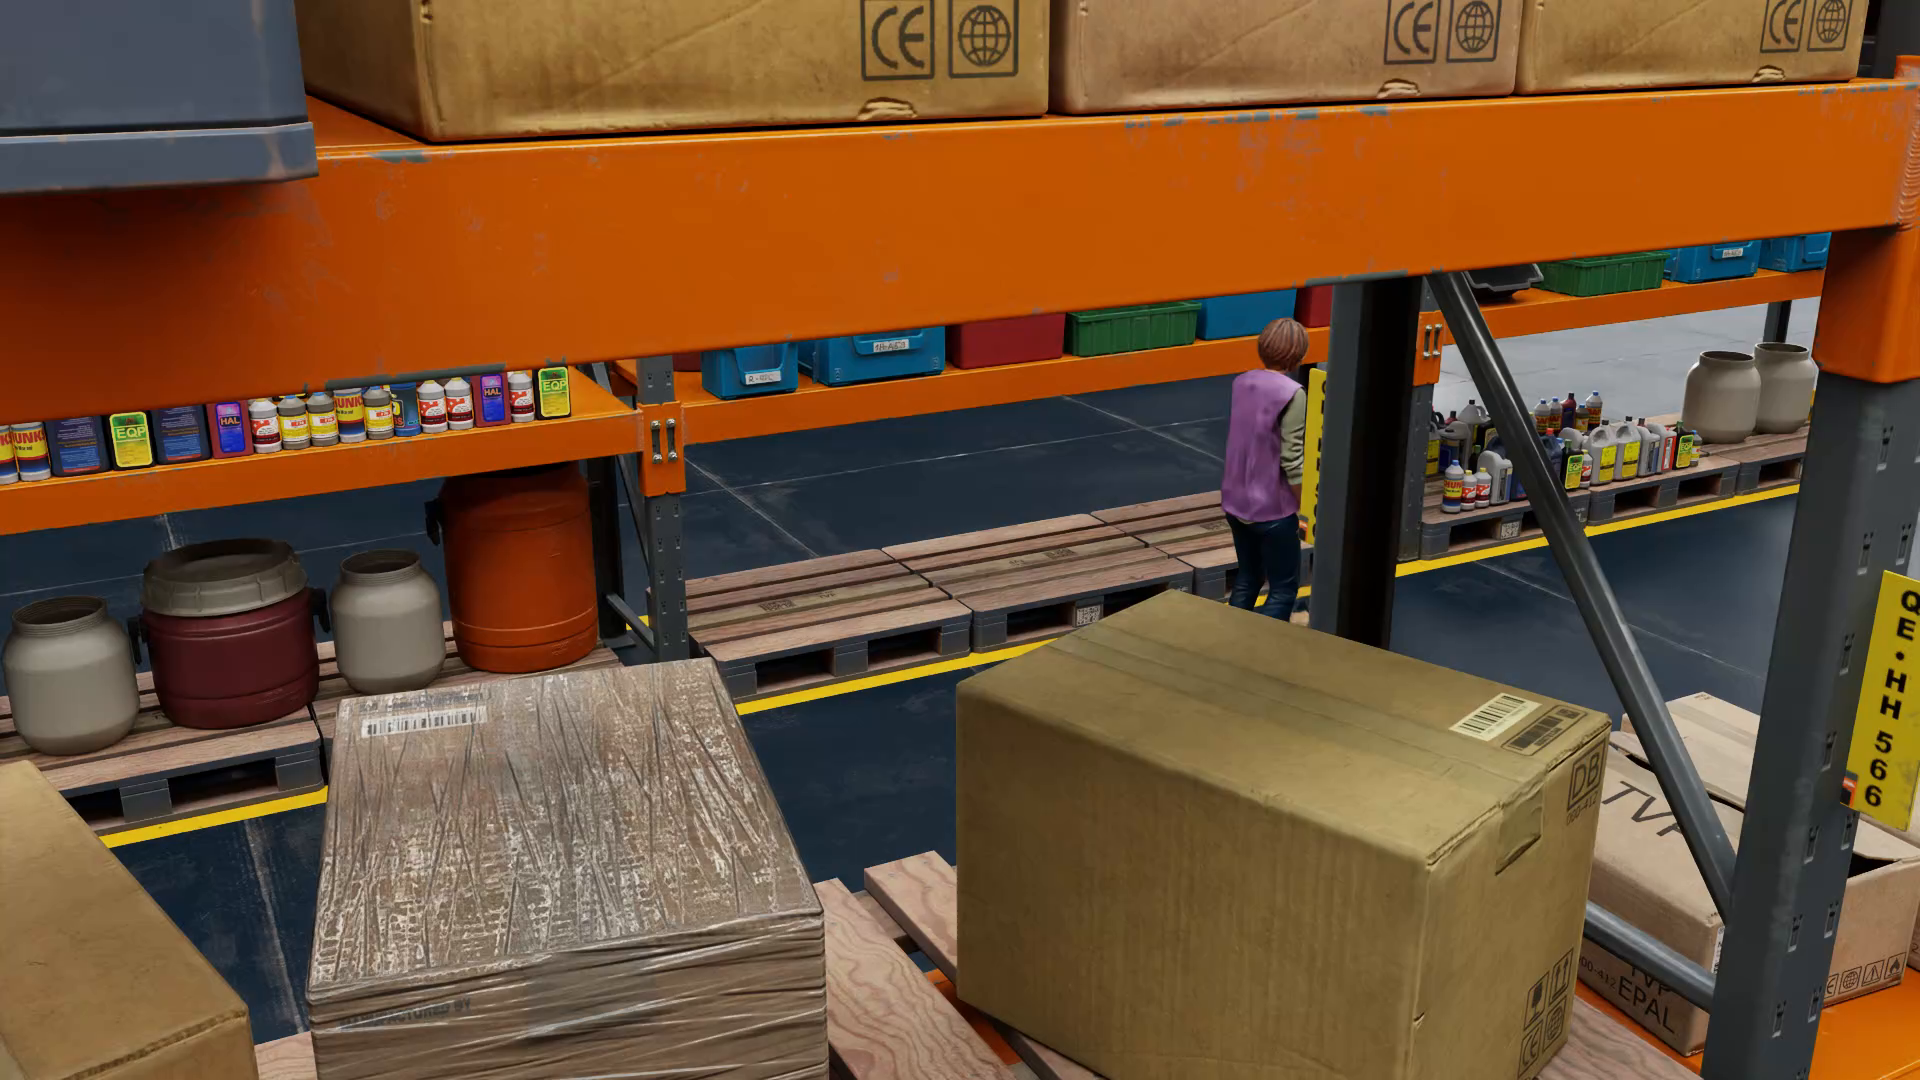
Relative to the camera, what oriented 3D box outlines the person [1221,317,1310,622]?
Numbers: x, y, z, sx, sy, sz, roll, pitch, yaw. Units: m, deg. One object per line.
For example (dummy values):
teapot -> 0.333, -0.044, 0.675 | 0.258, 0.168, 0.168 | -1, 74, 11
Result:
person -> 1.279, -0.133, 6.969 | 0.338, 1.593, 0.460 | -11, 21, -28
